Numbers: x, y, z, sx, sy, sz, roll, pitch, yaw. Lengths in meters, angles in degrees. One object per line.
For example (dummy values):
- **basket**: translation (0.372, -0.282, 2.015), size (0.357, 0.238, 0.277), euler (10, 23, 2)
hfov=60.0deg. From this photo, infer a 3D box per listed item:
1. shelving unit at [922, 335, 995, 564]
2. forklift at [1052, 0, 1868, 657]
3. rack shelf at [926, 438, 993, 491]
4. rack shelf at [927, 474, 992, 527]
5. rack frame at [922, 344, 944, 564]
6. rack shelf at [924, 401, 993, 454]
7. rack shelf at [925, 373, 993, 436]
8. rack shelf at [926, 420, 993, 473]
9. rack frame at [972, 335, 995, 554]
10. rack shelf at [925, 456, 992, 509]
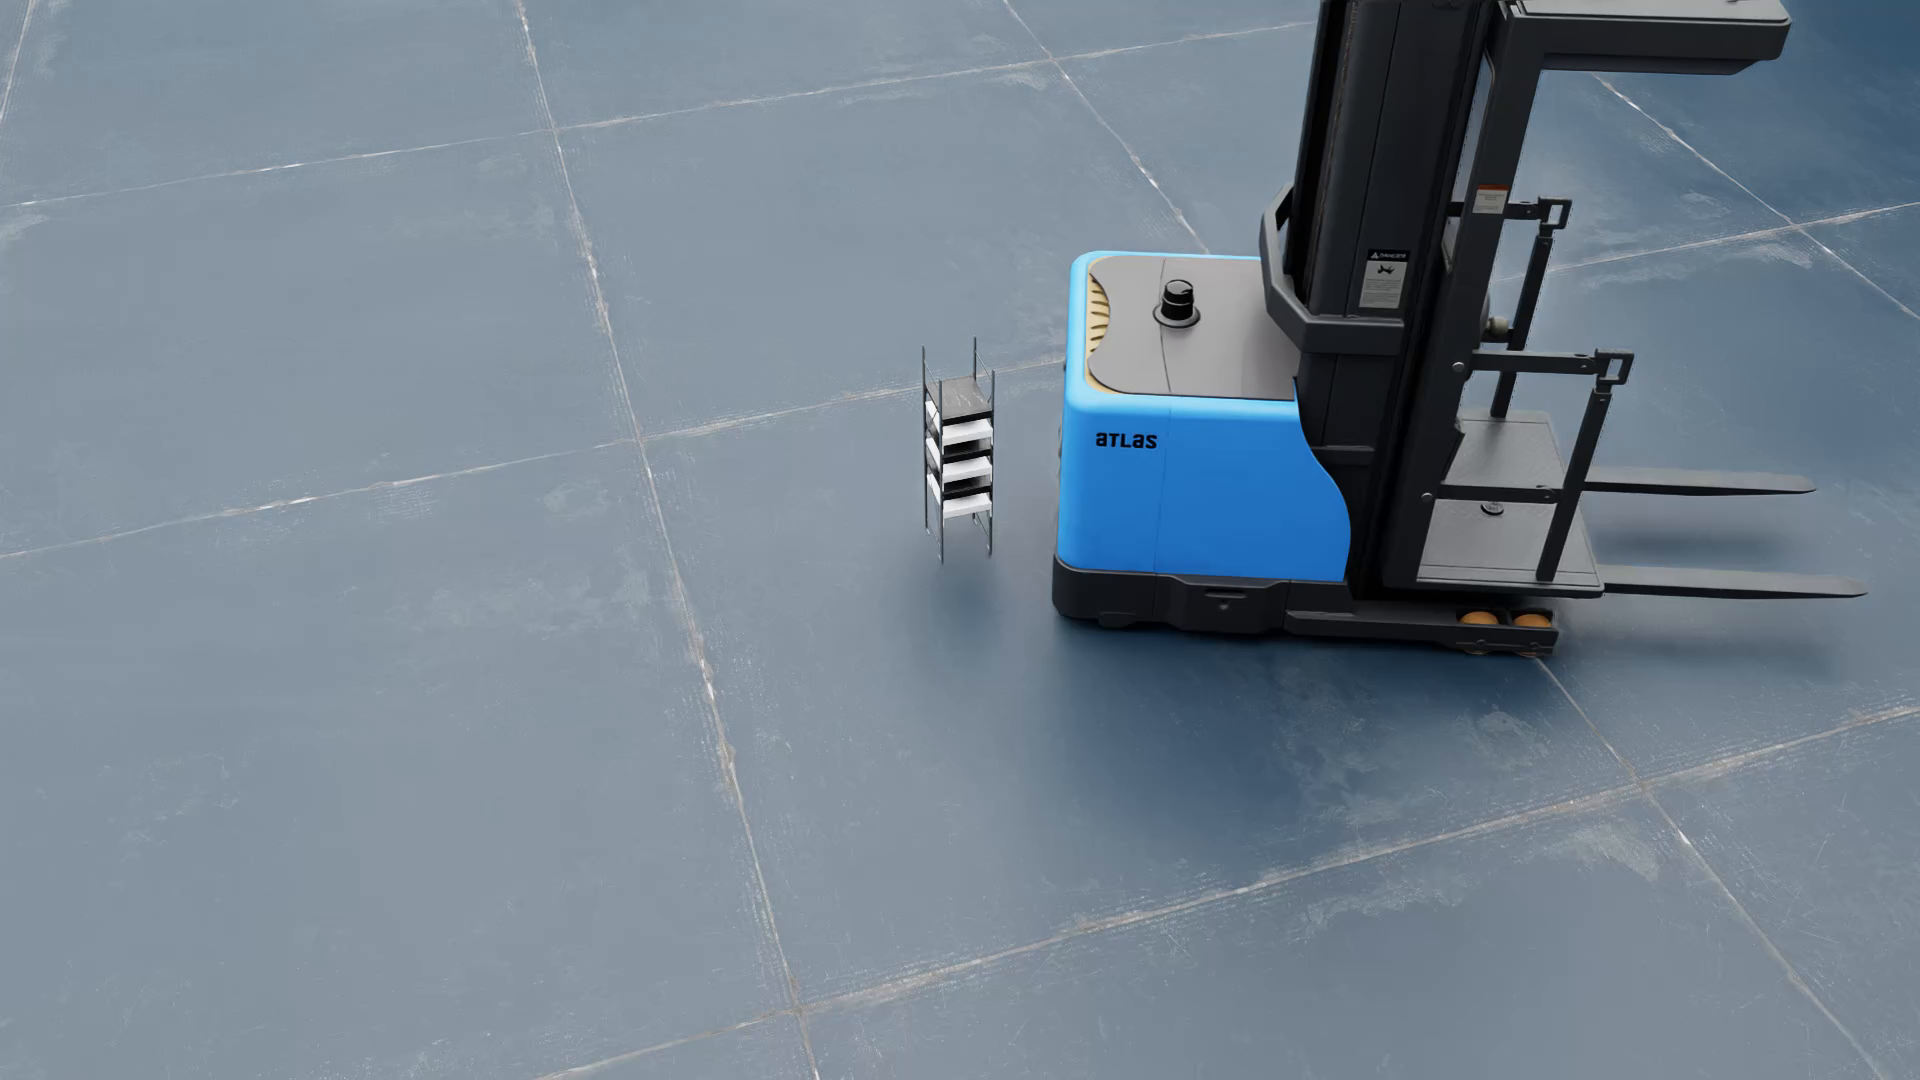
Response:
- **shelving unit**: translation (-0.008, -0.337, 6.452), size (0.210, 0.900, 0.258), euler (-12, 42, -13)
- **forklift**: translation (1.894, -1.029, 5.701), size (3.031, 2.935, 1.130), euler (3, 41, 3)
- **rack shelf**: translation (-0.008, -0.312, 6.474), size (0.200, 0.077, 0.258), euler (-12, 42, -13)
- **rack shelf**: translation (-0.008, -0.177, 6.592), size (0.200, 0.077, 0.258), euler (-12, 42, -13)
- **rack frame**: translation (-0.105, -0.317, 6.429), size (0.006, 0.900, 0.240), euler (-12, 42, -13)
- **rack shelf**: translation (-0.008, -0.448, 6.356), size (0.200, 0.077, 0.258), euler (-12, 42, -13)
- **rack shelf**: translation (-0.008, -0.516, 6.296), size (0.200, 0.077, 0.258), euler (-12, 42, -13)
- **rack shelf**: translation (-0.008, -0.380, 6.415), size (0.200, 0.077, 0.258), euler (-12, 42, -13)
- **rack frame**: translation (0.089, -0.357, 6.475), size (0.006, 0.900, 0.240), euler (-12, 42, -13)
- **rack shelf**: translation (-0.008, -0.244, 6.533), size (0.200, 0.077, 0.258), euler (-12, 42, -13)
